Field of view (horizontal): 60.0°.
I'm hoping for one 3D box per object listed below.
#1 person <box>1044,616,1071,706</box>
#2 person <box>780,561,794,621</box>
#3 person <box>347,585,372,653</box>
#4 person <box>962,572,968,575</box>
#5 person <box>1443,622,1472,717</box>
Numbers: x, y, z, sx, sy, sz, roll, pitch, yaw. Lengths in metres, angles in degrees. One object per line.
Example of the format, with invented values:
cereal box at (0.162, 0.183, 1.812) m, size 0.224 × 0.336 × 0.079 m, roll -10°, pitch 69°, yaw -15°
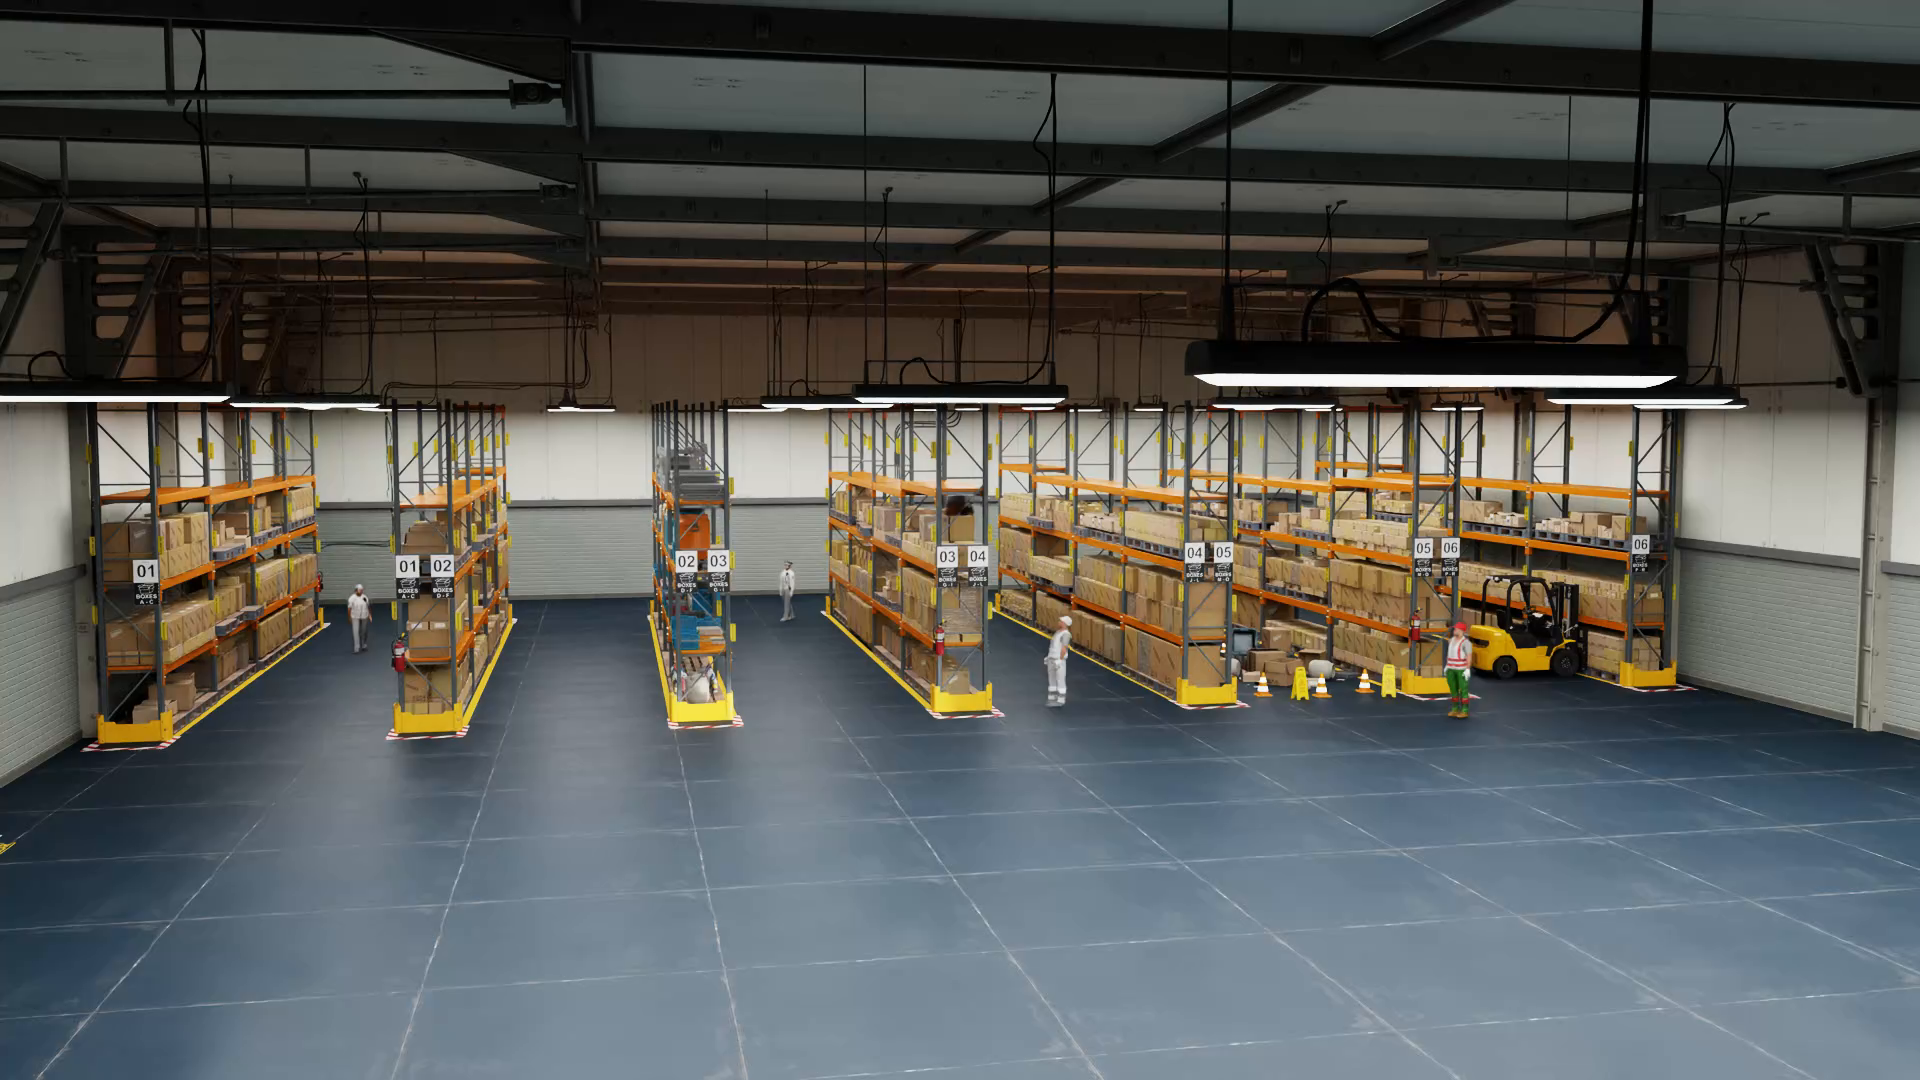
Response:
person at (1.919, 2.376, 32.775) m, size 0.491 × 1.762 × 0.584 m, roll -3°, pitch 5°, yaw -38°
person at (-4.822, 1.401, 46.278) m, size 0.628 × 1.676 × 0.485 m, roll -4°, pitch 6°, yaw -45°
person at (-14.502, 1.884, 40.177) m, size 0.557 × 1.606 × 1.005 m, roll -2°, pitch 5°, yaw -19°
person at (0.135, 1.293, 47.327) m, size 0.626 × 1.773 × 0.995 m, roll 0°, pitch 4°, yaw -5°
person at (9.405, 2.448, 31.449) m, size 0.602 × 1.796 × 0.363 m, roll 4°, pitch 6°, yaw 43°
